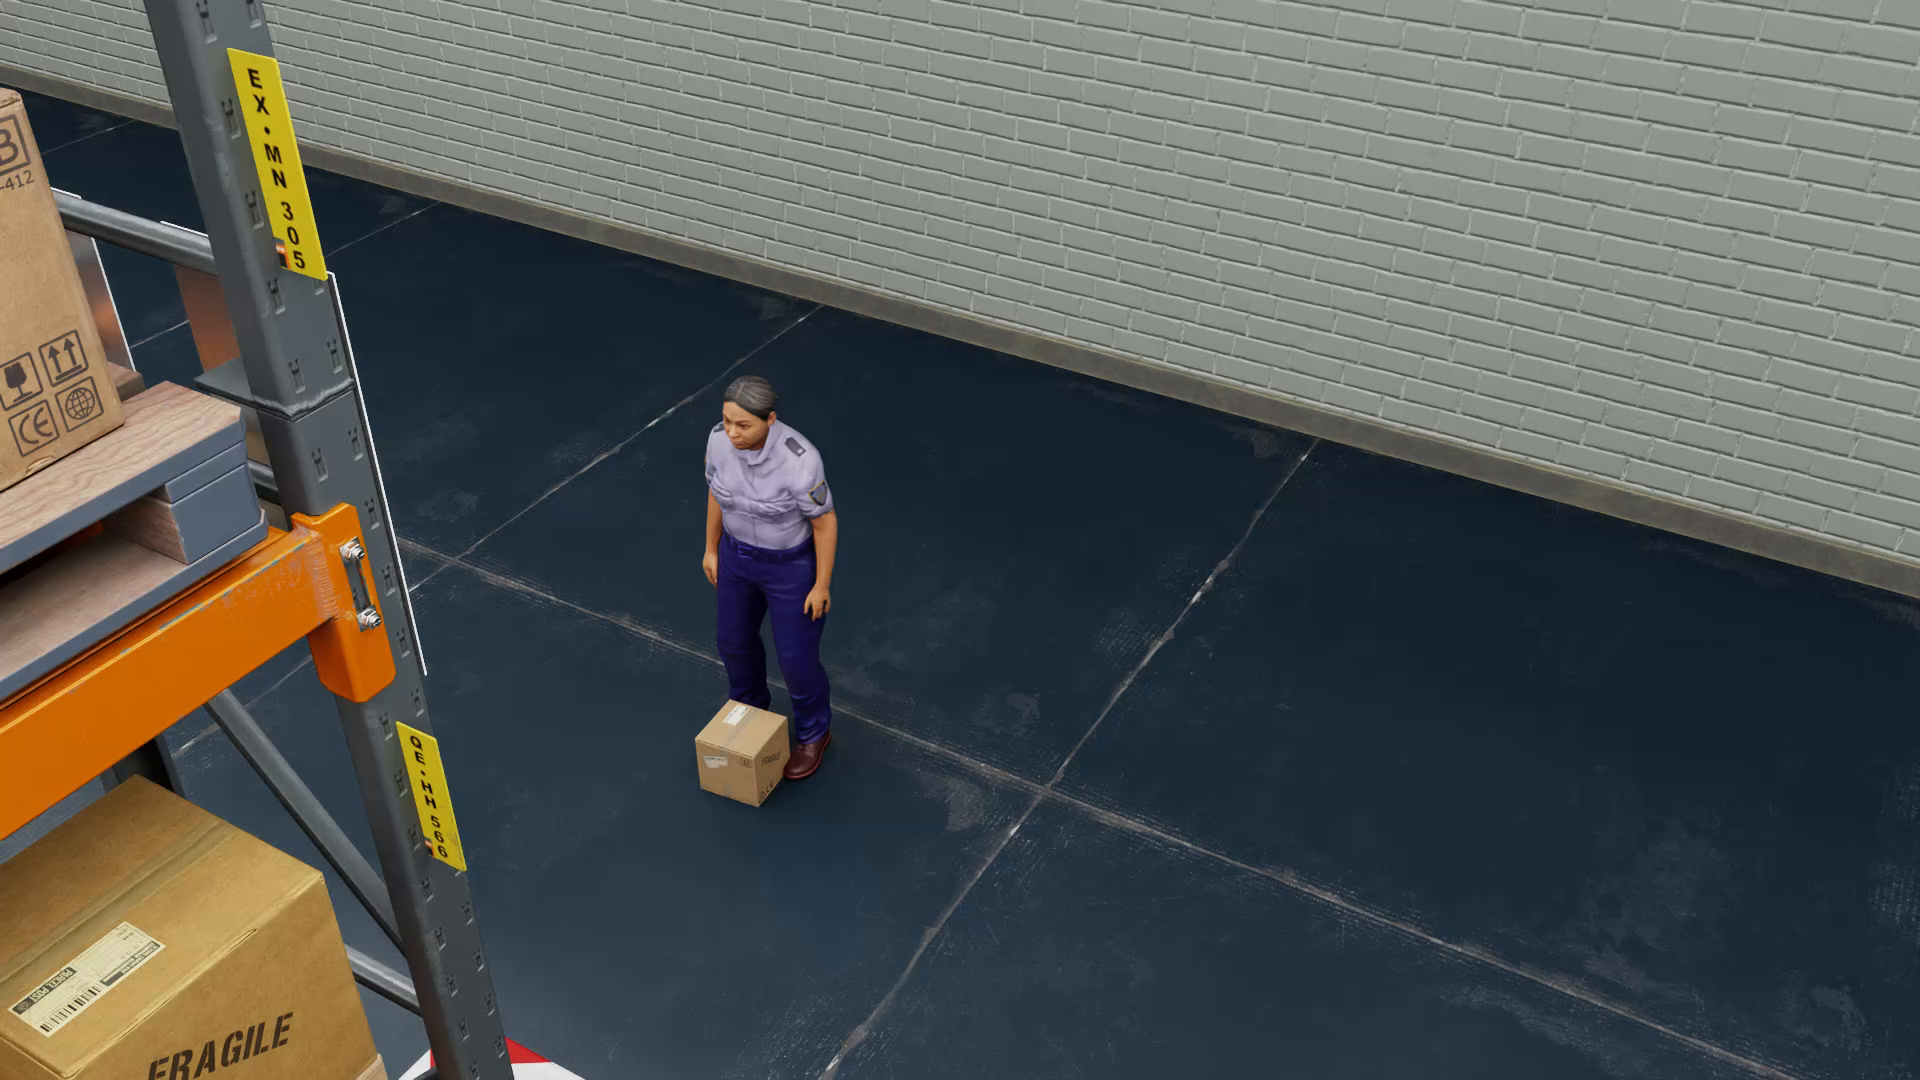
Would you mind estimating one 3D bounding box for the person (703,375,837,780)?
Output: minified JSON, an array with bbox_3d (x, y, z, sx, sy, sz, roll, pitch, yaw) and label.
[{"bbox_3d":[-0.689,0.109,6.004,0.550,1.637,0.367,17,38,23],"label":"person"}]
